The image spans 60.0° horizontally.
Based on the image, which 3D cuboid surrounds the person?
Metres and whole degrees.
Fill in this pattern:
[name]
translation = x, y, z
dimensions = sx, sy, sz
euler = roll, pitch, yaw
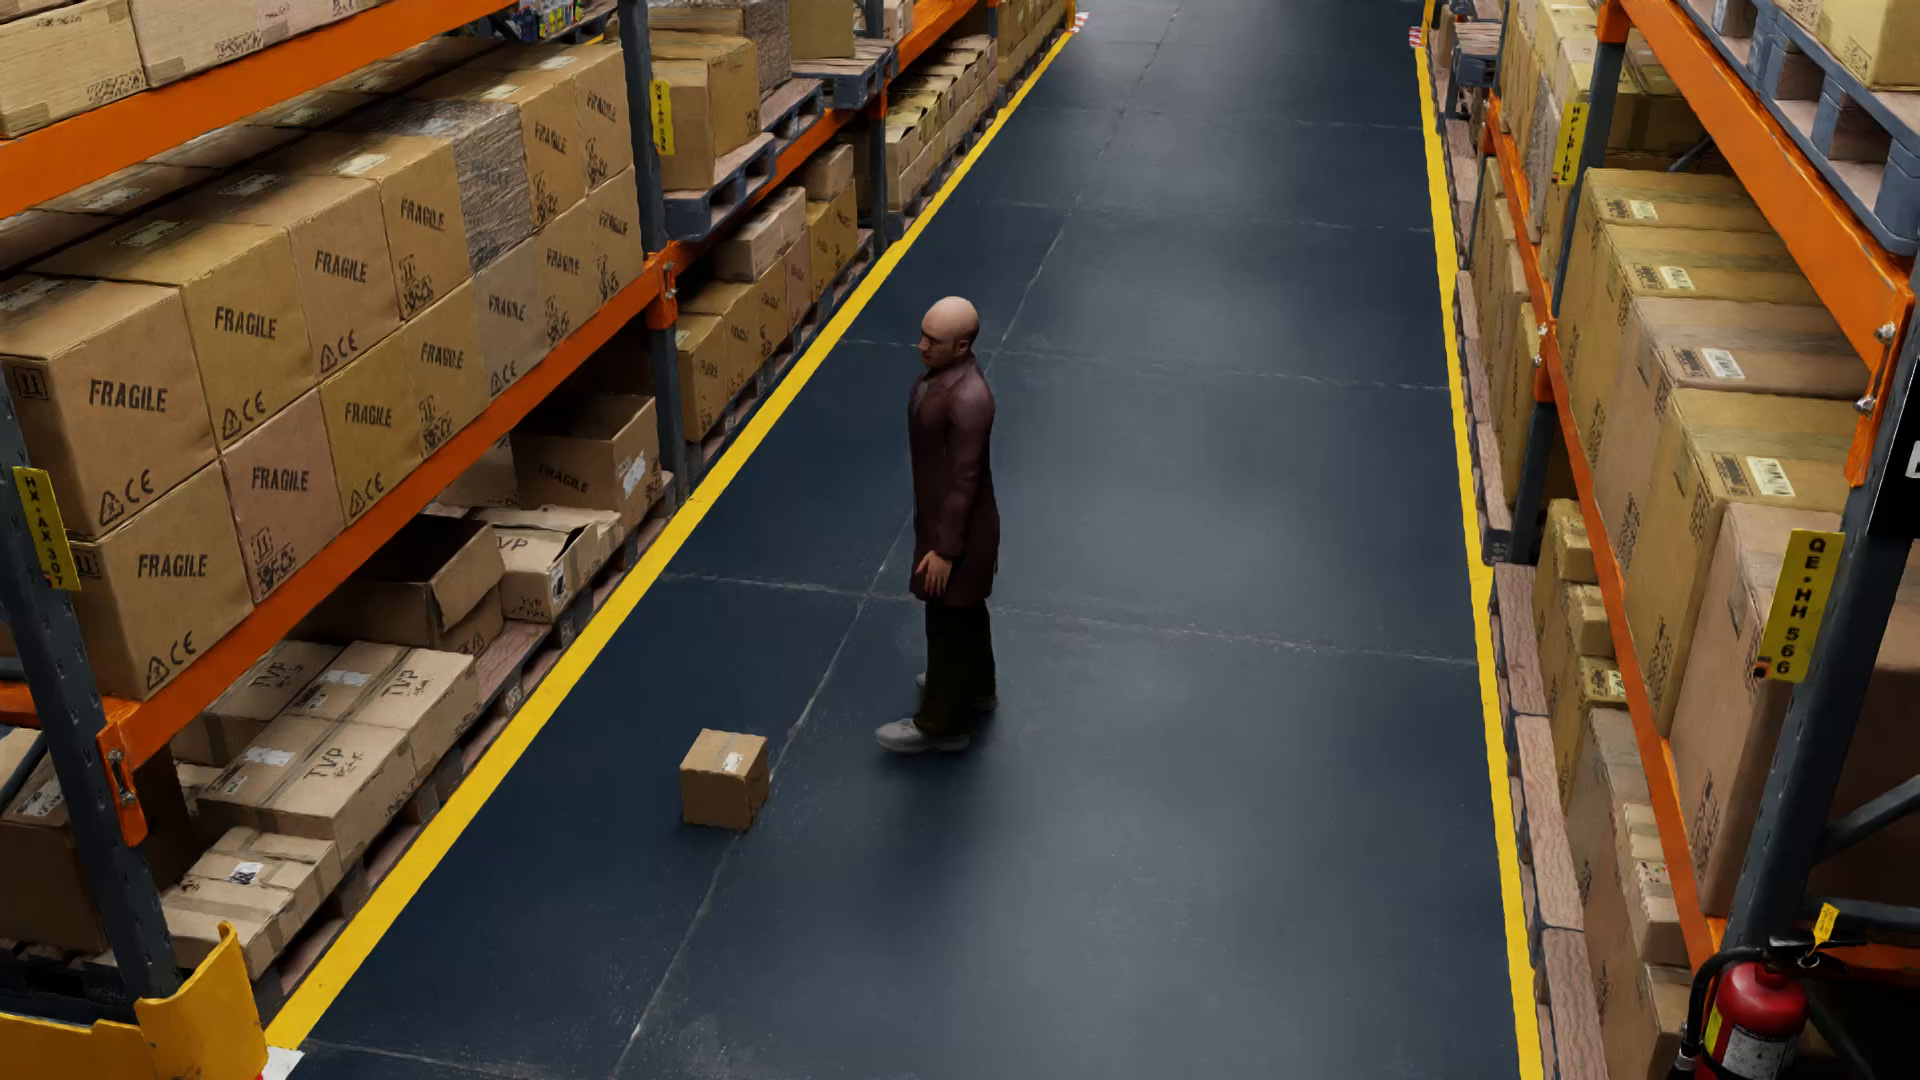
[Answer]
[person]
translation = -0.091, -0.048, 6.163
dimensions = 0.520, 1.789, 0.647
euler = -3, 29, -6
